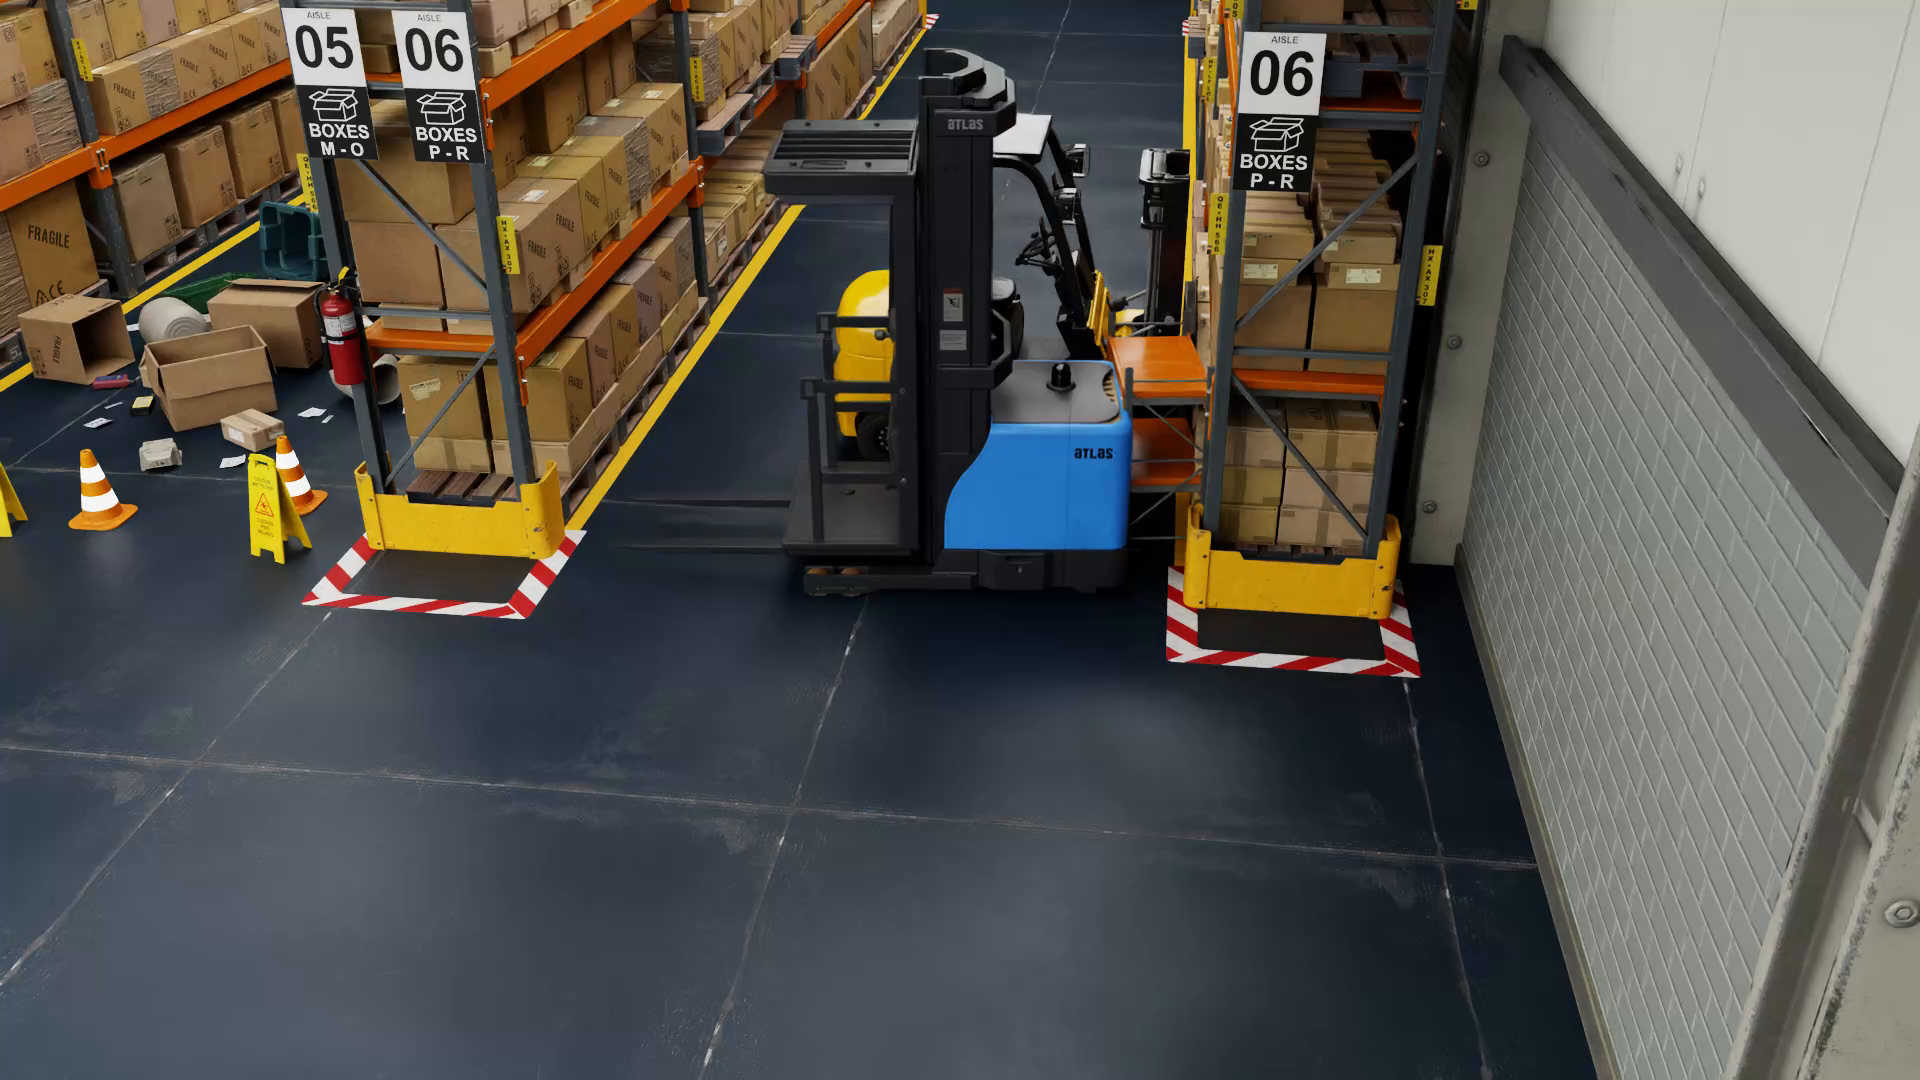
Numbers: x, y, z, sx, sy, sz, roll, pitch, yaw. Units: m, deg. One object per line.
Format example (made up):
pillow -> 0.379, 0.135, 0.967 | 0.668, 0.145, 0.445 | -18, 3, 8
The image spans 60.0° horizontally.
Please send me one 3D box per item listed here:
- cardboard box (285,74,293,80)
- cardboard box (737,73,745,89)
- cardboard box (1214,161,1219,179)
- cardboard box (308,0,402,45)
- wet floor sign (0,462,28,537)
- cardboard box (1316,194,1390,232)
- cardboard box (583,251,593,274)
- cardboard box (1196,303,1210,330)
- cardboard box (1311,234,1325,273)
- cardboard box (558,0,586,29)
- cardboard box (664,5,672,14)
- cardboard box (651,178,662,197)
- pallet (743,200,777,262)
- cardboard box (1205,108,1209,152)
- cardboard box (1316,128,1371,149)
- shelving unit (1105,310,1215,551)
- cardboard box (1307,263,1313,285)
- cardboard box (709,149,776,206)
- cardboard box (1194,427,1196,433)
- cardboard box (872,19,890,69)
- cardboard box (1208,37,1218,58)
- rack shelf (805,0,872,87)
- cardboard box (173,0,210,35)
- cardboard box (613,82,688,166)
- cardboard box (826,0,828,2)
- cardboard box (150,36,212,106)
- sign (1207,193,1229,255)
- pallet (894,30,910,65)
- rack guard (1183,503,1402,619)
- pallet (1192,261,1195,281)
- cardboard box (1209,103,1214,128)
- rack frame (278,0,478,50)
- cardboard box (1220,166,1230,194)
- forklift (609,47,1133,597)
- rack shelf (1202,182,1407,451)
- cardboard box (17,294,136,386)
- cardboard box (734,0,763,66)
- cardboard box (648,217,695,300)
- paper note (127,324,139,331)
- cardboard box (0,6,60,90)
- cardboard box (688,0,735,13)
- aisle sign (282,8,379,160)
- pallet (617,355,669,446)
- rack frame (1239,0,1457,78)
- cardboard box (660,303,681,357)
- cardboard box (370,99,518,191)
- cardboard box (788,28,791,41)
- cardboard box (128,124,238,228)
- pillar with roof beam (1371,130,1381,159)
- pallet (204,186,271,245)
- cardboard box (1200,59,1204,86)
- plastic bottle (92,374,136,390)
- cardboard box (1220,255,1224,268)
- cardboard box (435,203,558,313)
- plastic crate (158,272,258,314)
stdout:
cardboard box -> -7.163, -5.038, 17.840 | 0.500, 0.250, 0.500 | 3, 28, 5
cardboard box -> -2.067, -3.969, 14.277 | 0.380, 0.149, 0.250 | 4, 29, 7
cardboard box -> 1.953, -2.242, 11.144 | 0.500, 0.500, 0.500 | 3, 28, 6
cardboard box -> -3.246, -2.922, 9.193 | 0.500, 0.250, 0.500 | 3, 28, 6
wet floor sign -> -6.005, -0.355, 10.229 | 0.267, 0.644, 0.232 | -1, 28, -3
cardboard box -> 2.222, -1.846, 9.411 | 0.380, 0.149, 0.250 | 4, 29, 7
cardboard box -> -2.590, -1.798, 10.689 | 0.380, 0.149, 0.250 | 4, 29, 8
cardboard box -> 1.810, -1.360, 11.014 | 0.500, 0.250, 0.500 | 3, 28, 5
cardboard box -> 2.151, -1.588, 9.245 | 0.380, 0.149, 0.250 | 3, 28, 6
cardboard box -> -2.524, -3.236, 10.196 | 0.380, 0.149, 0.250 | 4, 29, 7
cardboard box -> -2.594, -4.230, 14.077 | 0.500, 0.500, 0.500 | 4, 29, 8
cardboard box -> -2.422, -2.647, 12.266 | 0.380, 0.149, 0.250 | 3, 29, 6
pallet -> -2.311, -2.878, 15.369 | 1.003, 0.211, 1.213 | 3, 28, 6
cardboard box -> 2.233, -3.300, 13.370 | 0.500, 0.250, 0.500 | 3, 28, 6
cardboard box -> 2.447, -2.568, 10.751 | 0.380, 0.149, 0.250 | 3, 28, 6
shelving unit -> 1.172, -0.670, 9.942 | 0.538, 1.125, 1.048 | -1, 26, 0
cardboard box -> 2.263, -1.501, 9.768 | 0.500, 0.500, 0.500 | 4, 29, 8
cardboard box -> -2.223, -3.461, 15.839 | 0.950, 0.372, 0.625 | 3, 28, 5
cardboard box -> 1.707, -0.671, 10.261 | 0.500, 0.250, 0.500 | 3, 28, 6
cardboard box -> -1.388, -6.275, 20.994 | 0.875, 0.438, 0.875 | 3, 28, 5
cardboard box -> 2.279, -4.112, 13.931 | 0.380, 0.149, 0.250 | 3, 28, 5
rack shelf -> -1.816, -5.671, 18.372 | 1.077, 0.370, 4.000 | 3, 28, 6
cardboard box -> -7.235, -4.839, 14.910 | 0.700, 0.500, 0.500 | 3, 28, 6
cardboard box -> -2.359, -3.114, 12.449 | 0.500, 0.500, 0.500 | 3, 28, 5
cardboard box -> -1.617, -5.901, 17.672 | 0.500, 0.250, 0.500 | 3, 28, 6
cardboard box -> -7.020, -4.152, 14.689 | 0.500, 0.500, 0.500 | 3, 28, 6
sign -> 1.348, -1.646, 8.671 | 0.100, 0.325, 0.005 | 3, 28, 6
pallet -> -1.254, -6.630, 22.335 | 1.003, 0.211, 1.213 | 3, 28, 6
rack guard -> 1.882, 0.118, 9.503 | 1.175, 0.500, 0.348 | 3, 28, 6
pallet -> 2.427, -1.998, 13.736 | 1.003, 0.211, 1.213 | 3, 28, 6
cardboard box -> 2.182, -3.276, 12.800 | 0.500, 0.250, 0.500 | 3, 28, 5
rack frame -> -3.042, -3.921, 8.041 | 1.000, 3.000, 0.127 | 3, 28, 6
cardboard box -> 1.750, -2.119, 9.918 | 0.380, 0.149, 0.250 | 4, 29, 7
forklift -> -0.536, -1.211, 9.408 | 3.031, 2.935, 1.130 | 0, 28, 1
rack shelf -> 2.130, -1.618, 10.850 | 1.077, 0.370, 4.000 | 3, 28, 6
cardboard box -> -6.648, -1.513, 12.529 | 0.500, 0.500, 0.500 | 8, 29, 15
cardboard box -> -2.022, -4.437, 14.462 | 0.500, 0.500, 0.500 | 2, 28, 4
cardboard box -> -2.358, -2.173, 12.787 | 0.500, 0.500, 0.500 | 3, 28, 5
paper note -> -6.660, -1.727, 13.423 | 0.147, 0.020, 0.142 | -17, 33, -29
cardboard box -> -7.556, -3.773, 12.794 | 0.875, 0.550, 0.550 | 3, 28, 6
cardboard box -> -2.112, -4.527, 13.944 | 0.380, 0.149, 0.250 | 5, 29, 9
aisle sign -> -3.337, -2.412, 8.824 | 0.394, 0.787, 0.004 | 3, 28, 6
pallet -> -2.746, -1.041, 11.960 | 1.003, 0.211, 1.213 | 3, 28, 6
rack frame -> 1.885, -3.635, 7.509 | 1.000, 3.000, 0.127 | 3, 28, 6
cardboard box -> -2.413, -1.592, 12.499 | 0.500, 0.250, 0.500 | 3, 28, 5
cardboard box -> -3.126, -2.386, 10.043 | 0.700, 0.500, 0.500 | 4, 29, 7
cardboard box -> -1.829, -4.822, 15.860 | 0.380, 0.149, 0.250 | 4, 29, 7
cardboard box -> -7.368, -3.349, 15.233 | 1.050, 0.750, 0.750 | 3, 28, 6
pillar with roof beam -> -0.672, -6.984, 13.727 | 9.100, 9.000, 0.400 | 3, 28, 6
pallet -> -7.310, -3.119, 15.817 | 1.003, 0.211, 1.213 | 3, 28, 6
cardboard box -> 3.017, -5.261, 19.045 | 0.500, 0.500, 0.500 | 3, 28, 6
plastic bottle -> -6.285, -1.179, 12.374 | 0.283, 0.061, 0.133 | -6, 29, -11
cardboard box -> 1.651, -1.625, 9.314 | 0.380, 0.149, 0.250 | 4, 29, 7
cardboard box -> -2.708, -1.662, 9.753 | 0.500, 0.500, 0.500 | 3, 28, 5
plastic crate -> -6.198, -2.033, 13.764 | 0.450, 0.188, 0.662 | 9, 28, 37
